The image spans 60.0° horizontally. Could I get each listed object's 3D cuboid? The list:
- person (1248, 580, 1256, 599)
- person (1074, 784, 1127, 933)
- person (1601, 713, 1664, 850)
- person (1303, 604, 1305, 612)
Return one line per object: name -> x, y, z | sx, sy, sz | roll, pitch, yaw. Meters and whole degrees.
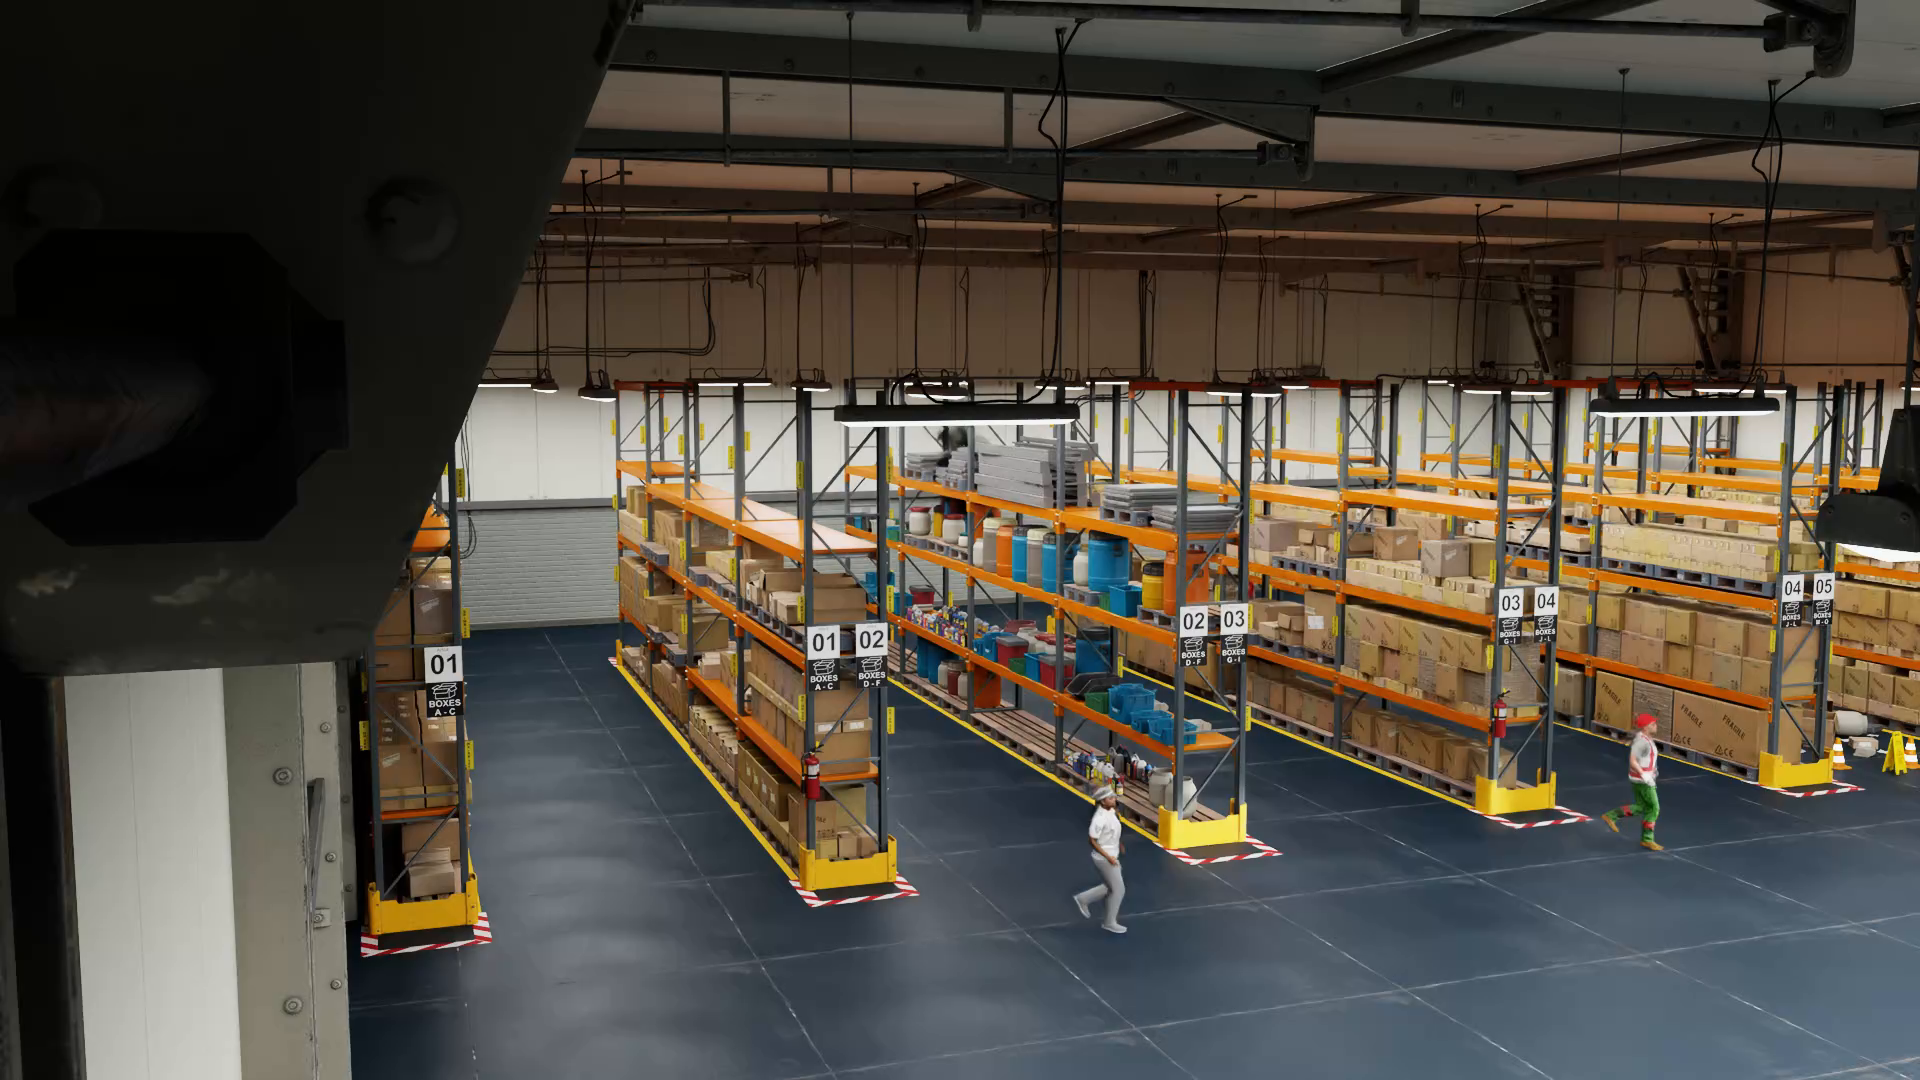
person -> 6.419, 1.529, 37.516 | 0.688, 1.678, 0.706 | -1, 6, -13
person -> 1.586, 3.548, 18.619 | 0.591, 1.683, 0.576 | 2, 6, 15
person -> 8.873, 3.150, 21.868 | 0.786, 1.790, 0.670 | 2, 7, 22
person -> 7.361, 1.864, 34.568 | 0.530, 1.618, 0.572 | -2, 6, -16
